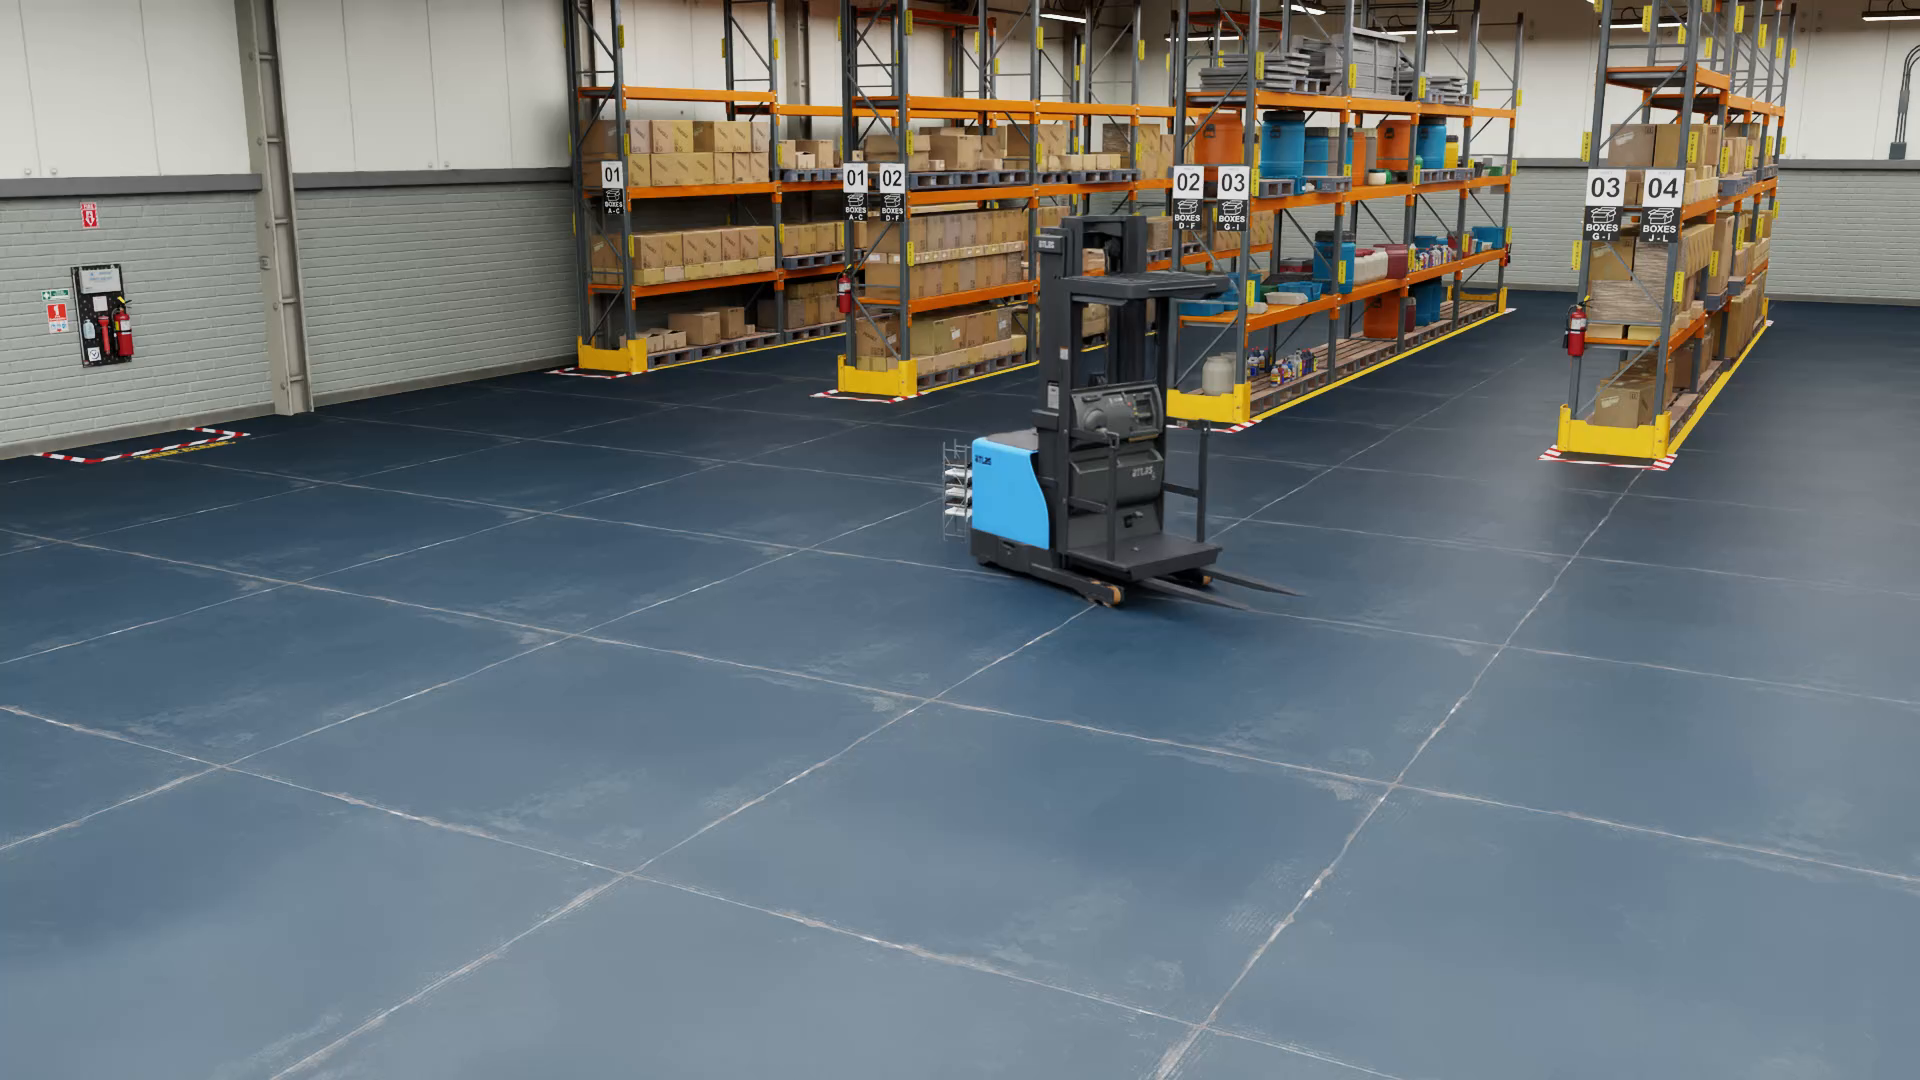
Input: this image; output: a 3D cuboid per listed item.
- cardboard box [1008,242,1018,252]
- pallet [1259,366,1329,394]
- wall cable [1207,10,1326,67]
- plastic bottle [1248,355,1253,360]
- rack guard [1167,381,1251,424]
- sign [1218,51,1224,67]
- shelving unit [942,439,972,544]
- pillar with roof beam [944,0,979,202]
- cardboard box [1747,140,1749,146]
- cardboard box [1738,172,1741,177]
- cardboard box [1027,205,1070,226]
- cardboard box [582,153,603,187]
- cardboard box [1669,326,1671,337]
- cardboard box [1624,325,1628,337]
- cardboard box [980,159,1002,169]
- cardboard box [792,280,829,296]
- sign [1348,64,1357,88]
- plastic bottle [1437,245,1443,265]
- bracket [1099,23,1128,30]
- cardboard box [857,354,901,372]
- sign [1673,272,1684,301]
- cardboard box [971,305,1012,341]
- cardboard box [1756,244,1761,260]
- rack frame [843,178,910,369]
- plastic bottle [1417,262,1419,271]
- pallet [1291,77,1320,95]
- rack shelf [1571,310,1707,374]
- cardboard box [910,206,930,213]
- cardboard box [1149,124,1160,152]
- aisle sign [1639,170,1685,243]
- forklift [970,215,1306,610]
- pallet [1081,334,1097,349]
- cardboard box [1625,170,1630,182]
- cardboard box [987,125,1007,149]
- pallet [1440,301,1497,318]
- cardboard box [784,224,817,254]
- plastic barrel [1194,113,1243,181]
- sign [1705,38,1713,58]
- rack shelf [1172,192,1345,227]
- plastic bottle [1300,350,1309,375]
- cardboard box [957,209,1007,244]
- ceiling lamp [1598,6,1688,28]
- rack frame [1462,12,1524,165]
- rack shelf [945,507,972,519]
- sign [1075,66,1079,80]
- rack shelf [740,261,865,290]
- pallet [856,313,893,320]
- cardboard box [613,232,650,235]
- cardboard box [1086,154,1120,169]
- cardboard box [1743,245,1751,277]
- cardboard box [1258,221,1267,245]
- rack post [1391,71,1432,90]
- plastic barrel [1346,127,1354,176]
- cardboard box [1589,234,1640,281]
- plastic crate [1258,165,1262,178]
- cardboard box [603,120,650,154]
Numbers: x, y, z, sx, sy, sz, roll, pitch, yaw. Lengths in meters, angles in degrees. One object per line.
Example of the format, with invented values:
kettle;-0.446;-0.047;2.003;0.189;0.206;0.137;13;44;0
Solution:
cardboard box;0.698;-4.633;26.255;0.380;0.149;0.250;7;15;27
pallet;4.736;-2.349;24.328;1.003;0.211;1.213;7;15;28
wall cable;7.641;-12.098;41.864;3.097;2.526;0.112;7;15;28
plastic bottle;4.214;-2.534;24.026;0.097;0.271;0.097;0;14;0
rack guard;3.159;-1.823;21.529;1.175;0.500;0.348;7;15;28
sign;5.119;-9.427;32.606;0.100;0.325;0.005;7;15;28
shelving unit;0.004;-0.439;14.935;0.258;0.900;0.210;7;15;28
pillar with roof beam;3.642;-9.272;34.293;9.100;9.000;0.548;7;15;28
cardboard box;12.336;-6.232;26.966;0.797;0.503;0.637;7;15;27
cardboard box;11.124;-5.254;24.347;0.500;0.250;0.500;7;15;28
cardboard box;1.988;-7.463;38.948;0.980;0.700;0.700;8;16;31
cardboard box;-5.529;-5.771;25.914;0.500;0.500;0.500;9;16;32
cardboard box;7.984;-2.415;19.186;0.380;0.149;0.250;7;15;28
cardboard box;7.578;-2.467;19.403;0.380;0.149;0.250;7;15;28
cardboard box;0.419;-5.730;25.342;0.380;0.149;0.250;7;15;28
cardboard box;-2.776;-4.675;30.818;0.500;0.250;0.500;7;15;26
sign;5.574;-6.588;23.607;0.100;0.325;0.005;7;15;28
plastic bottle;8.717;-5.192;30.274;0.144;0.351;0.185;7;15;28
bracket;4.145;-13.151;42.701;0.076;0.066;3.189;7;15;28
cardboard box;-1.170;-2.590;24.349;0.500;0.250;0.500;7;15;28
sign;7.974;-2.816;18.466;0.100;0.325;0.005;7;15;28
cardboard box;0.478;-3.411;26.152;0.500;0.500;0.500;7;15;28
cardboard box;14.002;-5.158;29.714;0.500;0.250;0.500;7;15;28
rack frame;-1.171;-3.579;23.481;1.000;3.000;0.127;7;15;28
plastic bottle;7.891;-4.757;28.790;0.097;0.201;0.097;0;14;0
pallet;4.134;-6.045;22.163;1.003;0.211;1.213;7;15;28
rack shelf;8.466;-2.517;20.608;1.077;0.370;4.000;7;15;28
cardboard box;-0.937;-6.523;33.200;0.500;0.250;0.500;7;15;27
cardboard box;3.406;-7.512;31.044;0.500;0.500;0.500;7;15;28
aisle sign;7.732;-3.673;18.323;0.394;0.787;0.004;7;15;28
forklift;1.389;-1.036;13.076;1.130;2.935;3.031;-10;17;-37
pallet;1.674;-3.451;28.899;1.003;0.211;1.213;7;15;28
cardboard box;7.360;-4.128;18.824;0.380;0.149;0.250;7;15;28
cardboard box;0.882;-8.719;36.010;0.500;0.500;0.500;7;15;28
pallet;10.466;-4.780;34.409;1.003;0.211;1.213;7;15;28
cardboard box;-3.023;-5.437;30.035;0.700;0.500;0.500;9;16;34
plastic barrel;3.287;-5.003;21.172;0.600;0.830;0.708;7;15;28
sign;12.826;-8.434;28.484;0.100;0.325;0.005;7;15;28
rack shelf;4.130;-4.536;22.584;1.077;0.370;4.000;7;15;28
plastic bottle;4.946;-2.560;23.966;0.144;0.351;0.185;7;15;25
cardboard box;0.311;-4.884;25.910;0.700;0.500;0.500;7;15;28
ceiling lamp;14.401;-12.320;34.479;2.000;3.185;0.800;7;15;28
rack frame;10.898;-9.216;34.063;1.000;3.000;0.127;7;15;28
rack shelf;0.004;-0.232;14.985;0.258;0.077;0.200;7;15;28
sign;2.694;-10.767;38.333;0.100;0.325;0.005;7;15;28
rack shelf;-2.608;-5.021;30.996;1.077;0.370;4.000;7;15;28
pallet;-2.021;-4.265;32.276;1.003;0.211;1.213;7;15;28
cardboard box;-5.215;-4.664;26.658;0.500;0.500;0.500;8;16;29
cardboard box;2.527;-6.711;29.493;0.500;0.250;0.500;6;15;24
cardboard box;12.822;-4.631;27.630;0.500;0.500;0.500;7;15;27
cardboard box;6.338;-6.681;36.133;0.500;0.500;0.500;8;15;29
rack post;7.345;-7.692;27.899;0.954;0.300;0.937;7;15;28
plastic barrel;5.786;-5.937;25.791;0.600;0.901;0.708;7;15;28
cardboard box;7.549;-3.276;19.242;0.500;0.500;0.500;7;15;28
plastic crate;3.822;-4.893;22.564;0.392;0.384;0.575;7;15;28
cardboard box;-5.110;-6.194;25.536;0.500;0.500;0.500;6;15;24
